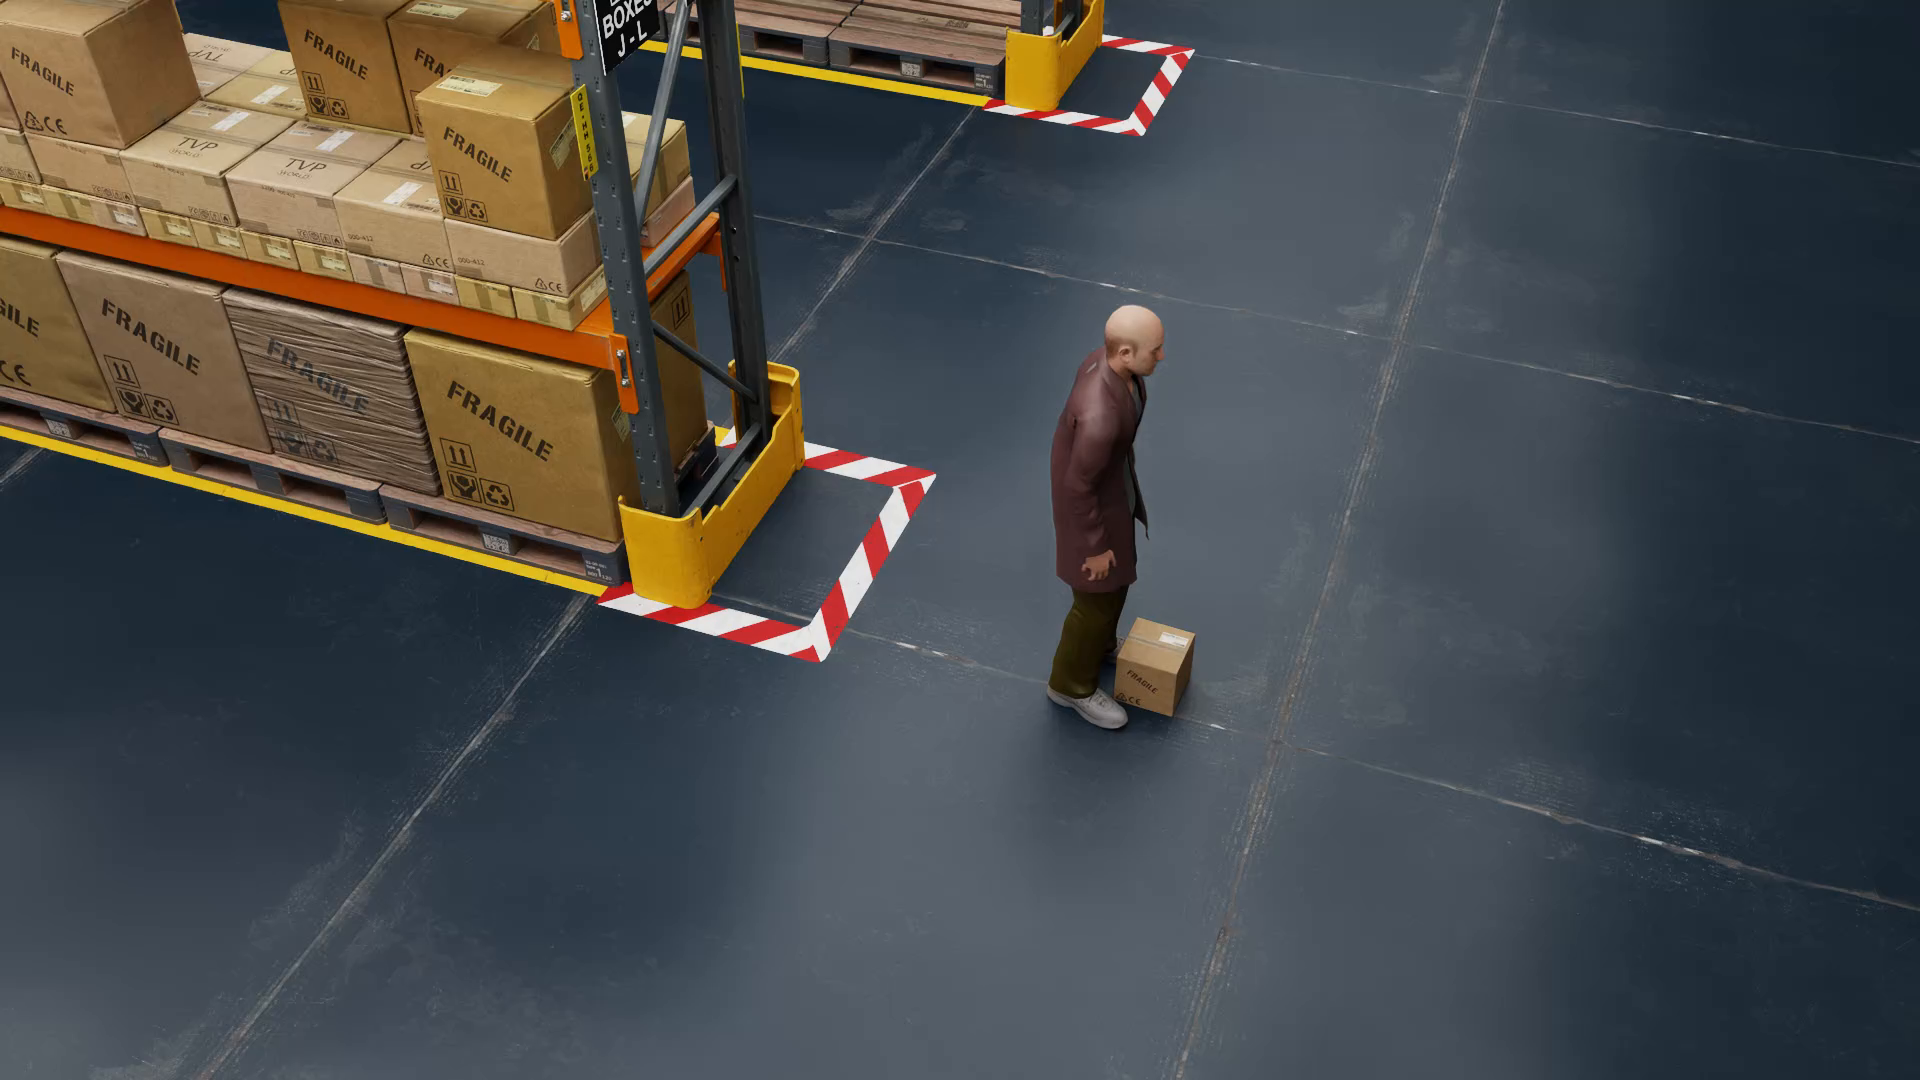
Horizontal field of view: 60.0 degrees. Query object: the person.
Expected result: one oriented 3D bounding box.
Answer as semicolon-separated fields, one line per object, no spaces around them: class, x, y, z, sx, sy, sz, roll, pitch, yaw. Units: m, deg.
person;0.554;-0.120;6.309;0.429;1.772;0.646;11;42;13
